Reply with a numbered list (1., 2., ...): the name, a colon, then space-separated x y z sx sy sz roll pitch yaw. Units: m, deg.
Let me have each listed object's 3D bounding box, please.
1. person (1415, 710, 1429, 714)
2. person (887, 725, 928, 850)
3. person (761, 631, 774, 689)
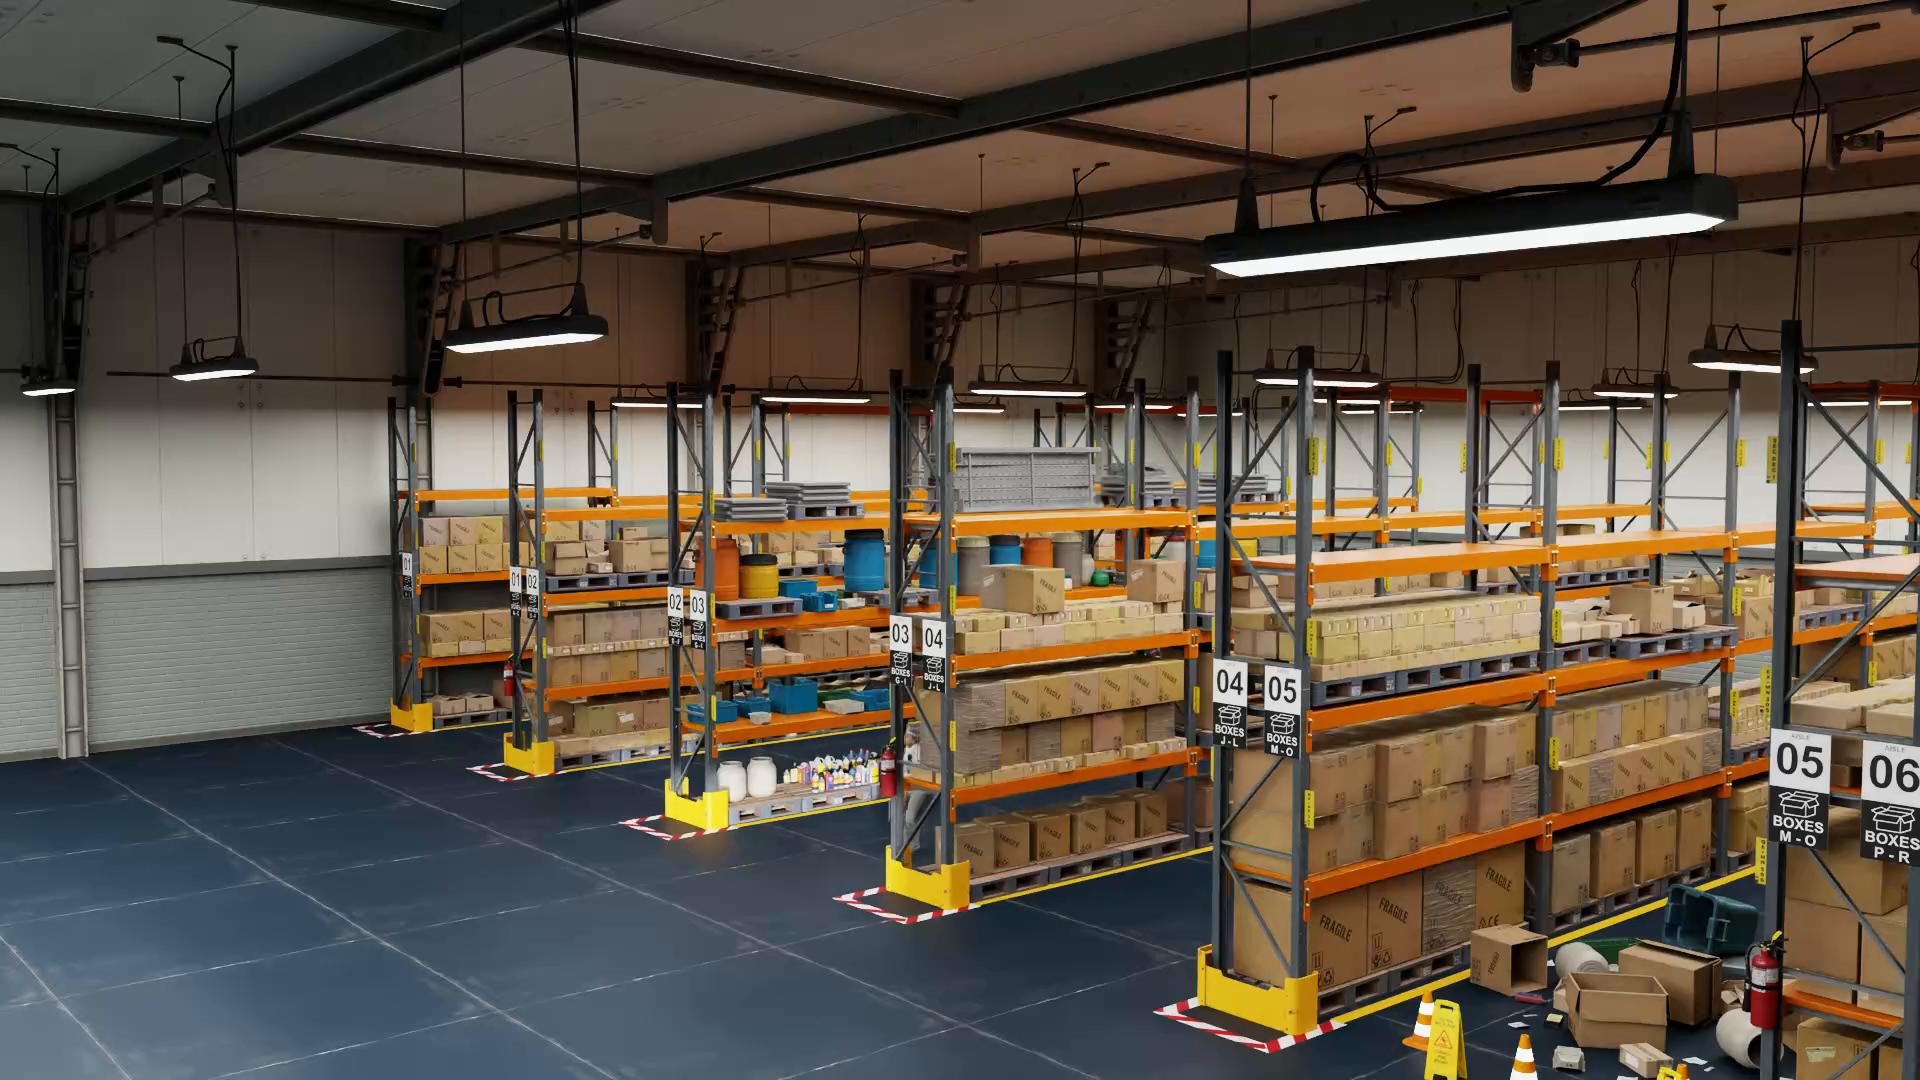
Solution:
1. person: 6.556 3.027 22.746 0.928 1.704 0.641 -2 4 -32
2. person: -0.628 3.131 20.884 0.687 1.654 0.580 3 5 43
3. person: -3.668 2.536 31.531 0.547 1.631 0.705 3 4 42
